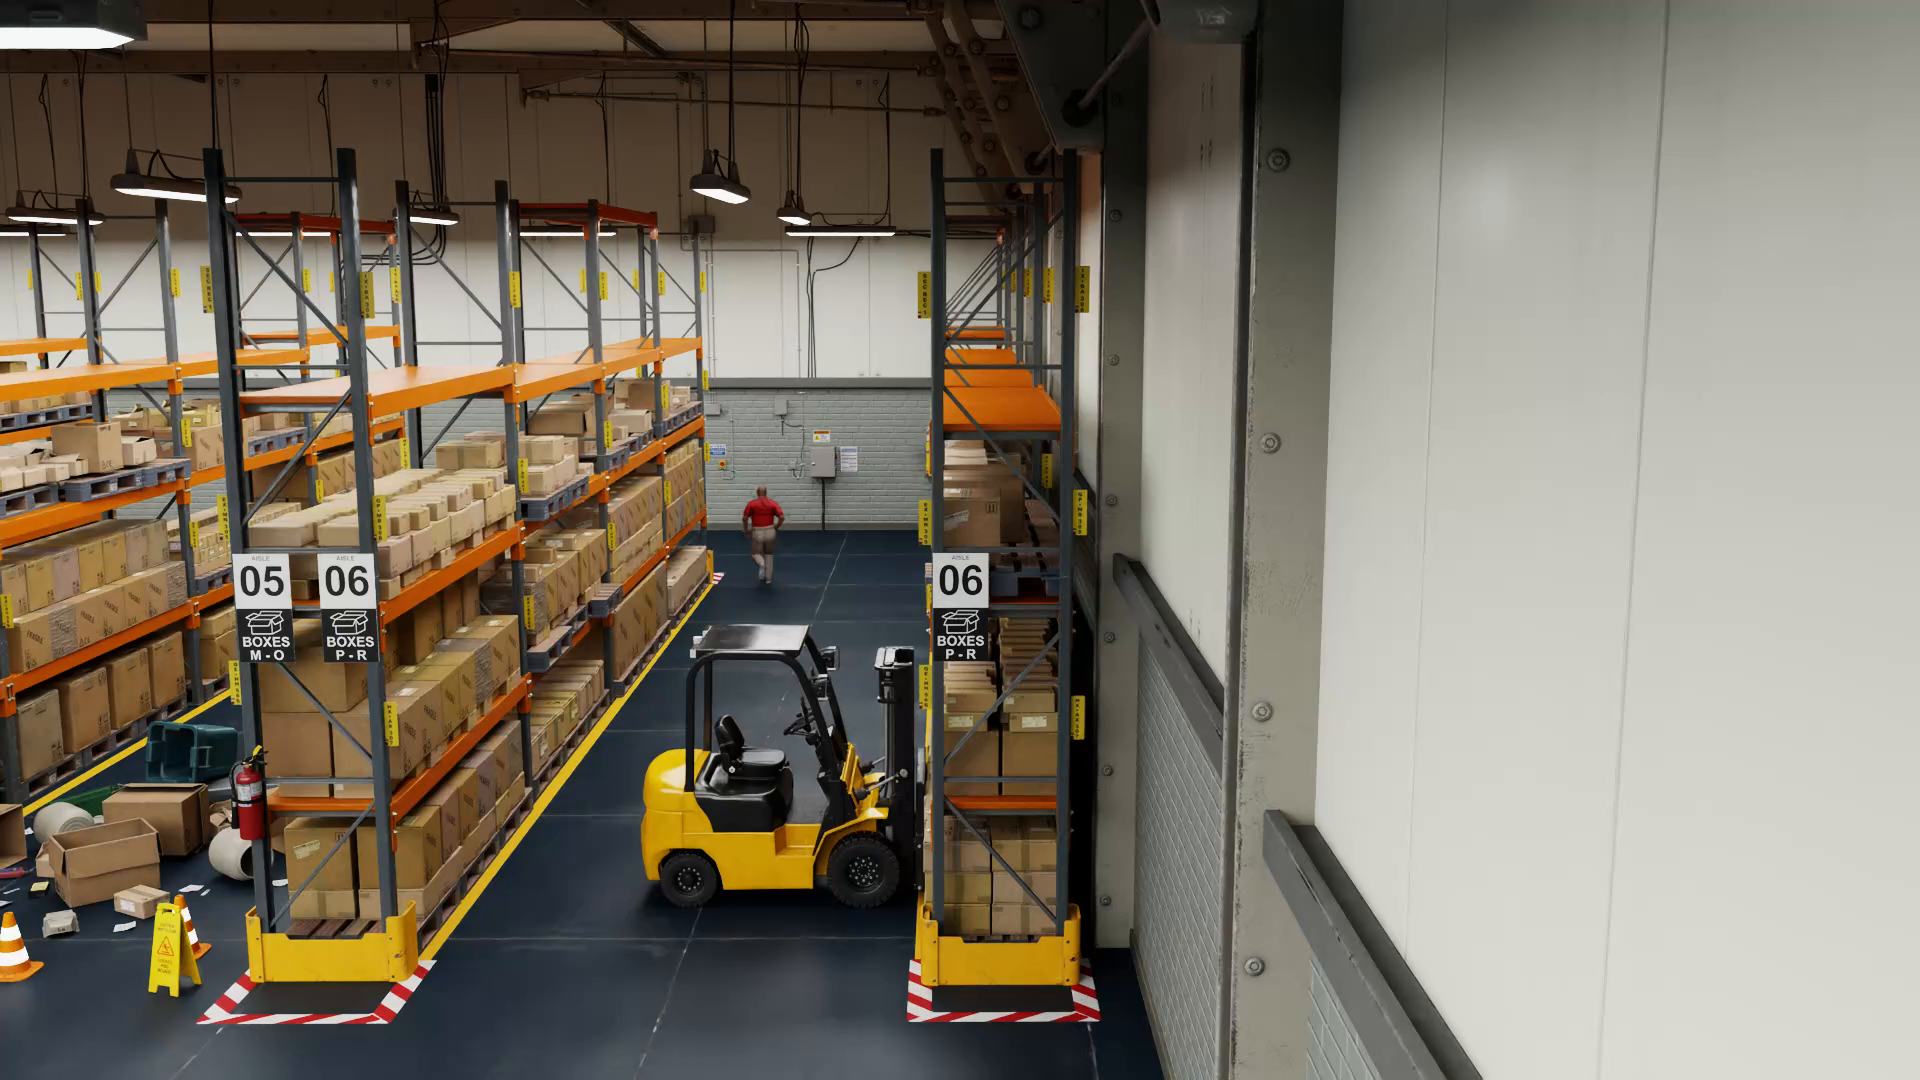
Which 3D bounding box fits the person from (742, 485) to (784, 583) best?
[{"bbox_3d":[-3.273,-0.087,27.698,0.692,1.652,0.637,-2,9,-14],"label":"person"}]
